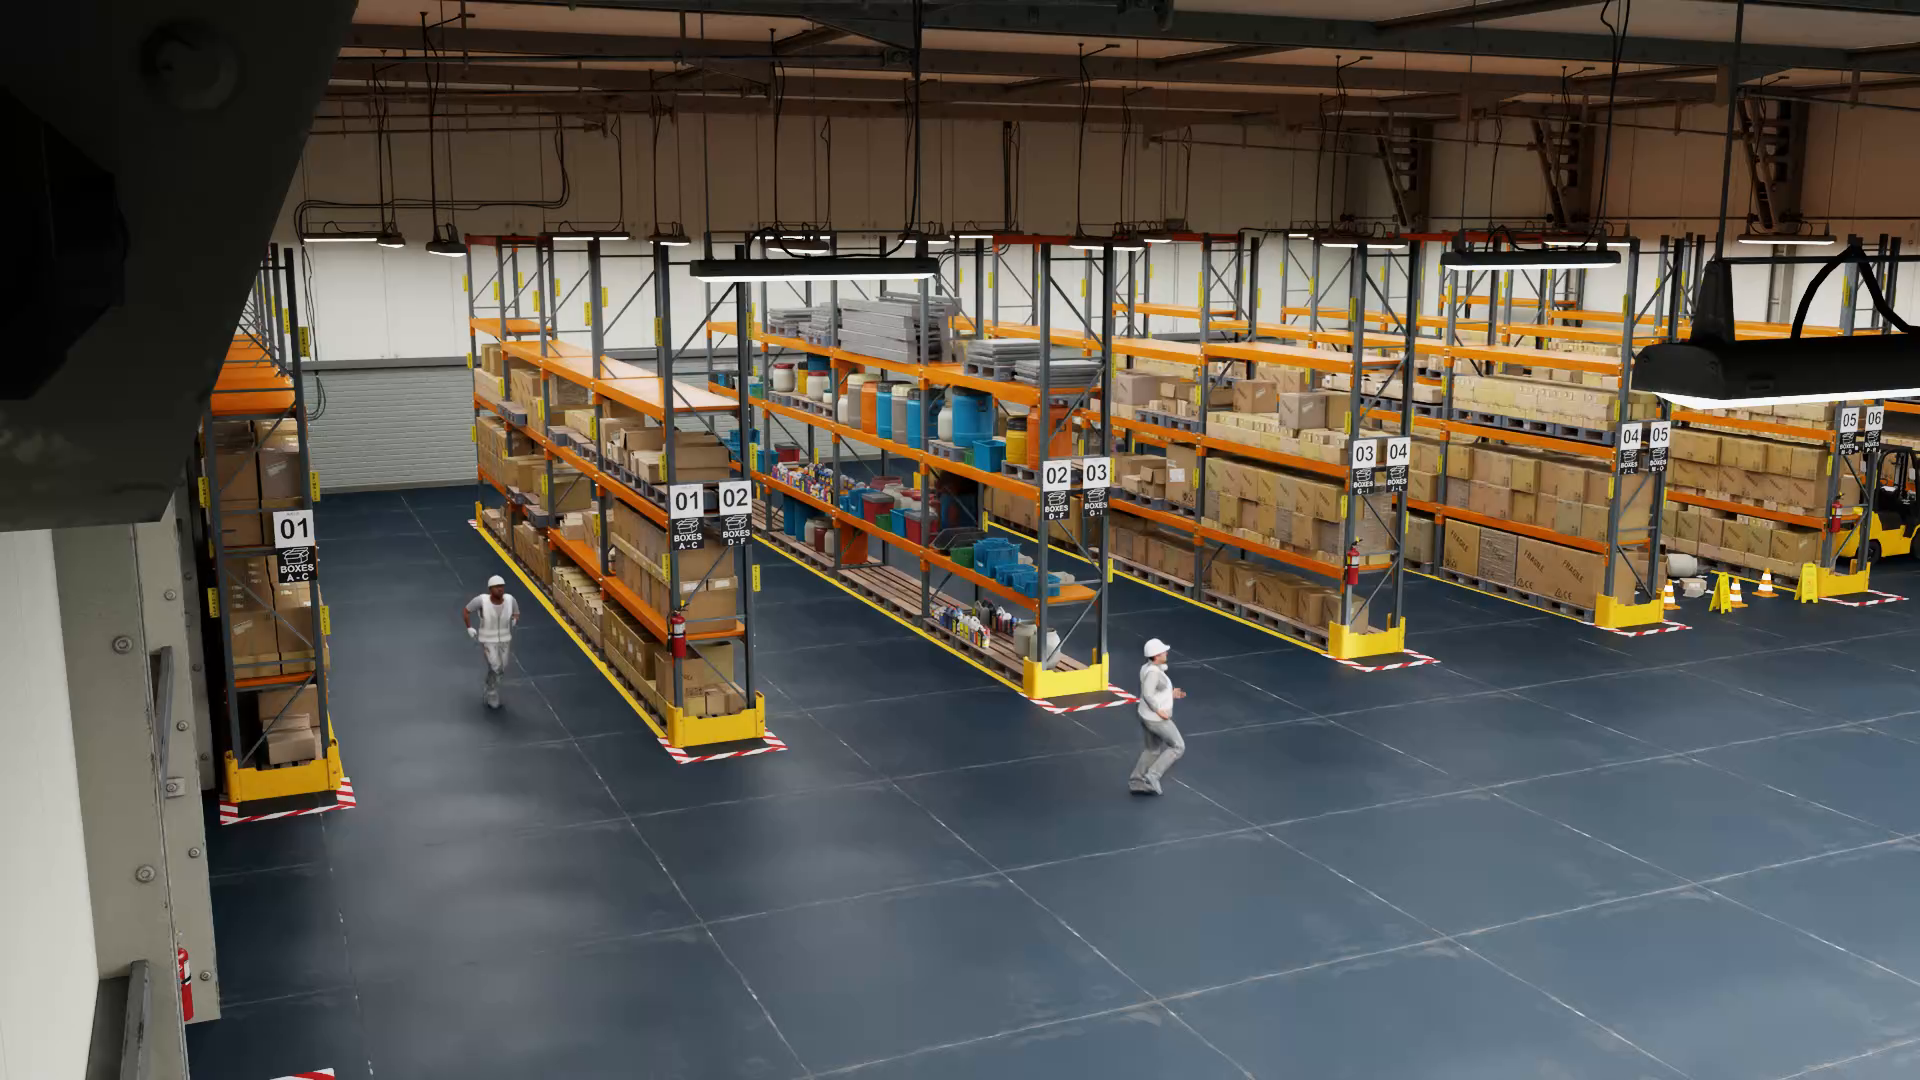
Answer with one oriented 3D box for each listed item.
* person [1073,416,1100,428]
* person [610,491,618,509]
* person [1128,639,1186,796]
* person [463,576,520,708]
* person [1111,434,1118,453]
[{"bbox_3d":[3.124,-2.501,41.418,0.723,1.822,0.932,9,14,39],"label":"person"},{"bbox_3d":[-6.951,-0.991,33.863,0.670,1.686,0.648,-8,14,-36],"label":"person"},{"bbox_3d":[2.211,1.955,18.440,0.675,1.753,0.634,-2,11,-10],"label":"person"},{"bbox_3d":[-6.049,1.323,21.671,0.666,1.758,0.742,-9,14,-39],"label":"person"},{"bbox_3d":[3.300,-1.602,37.275,0.566,1.588,0.866,-8,13,-35],"label":"person"}]
